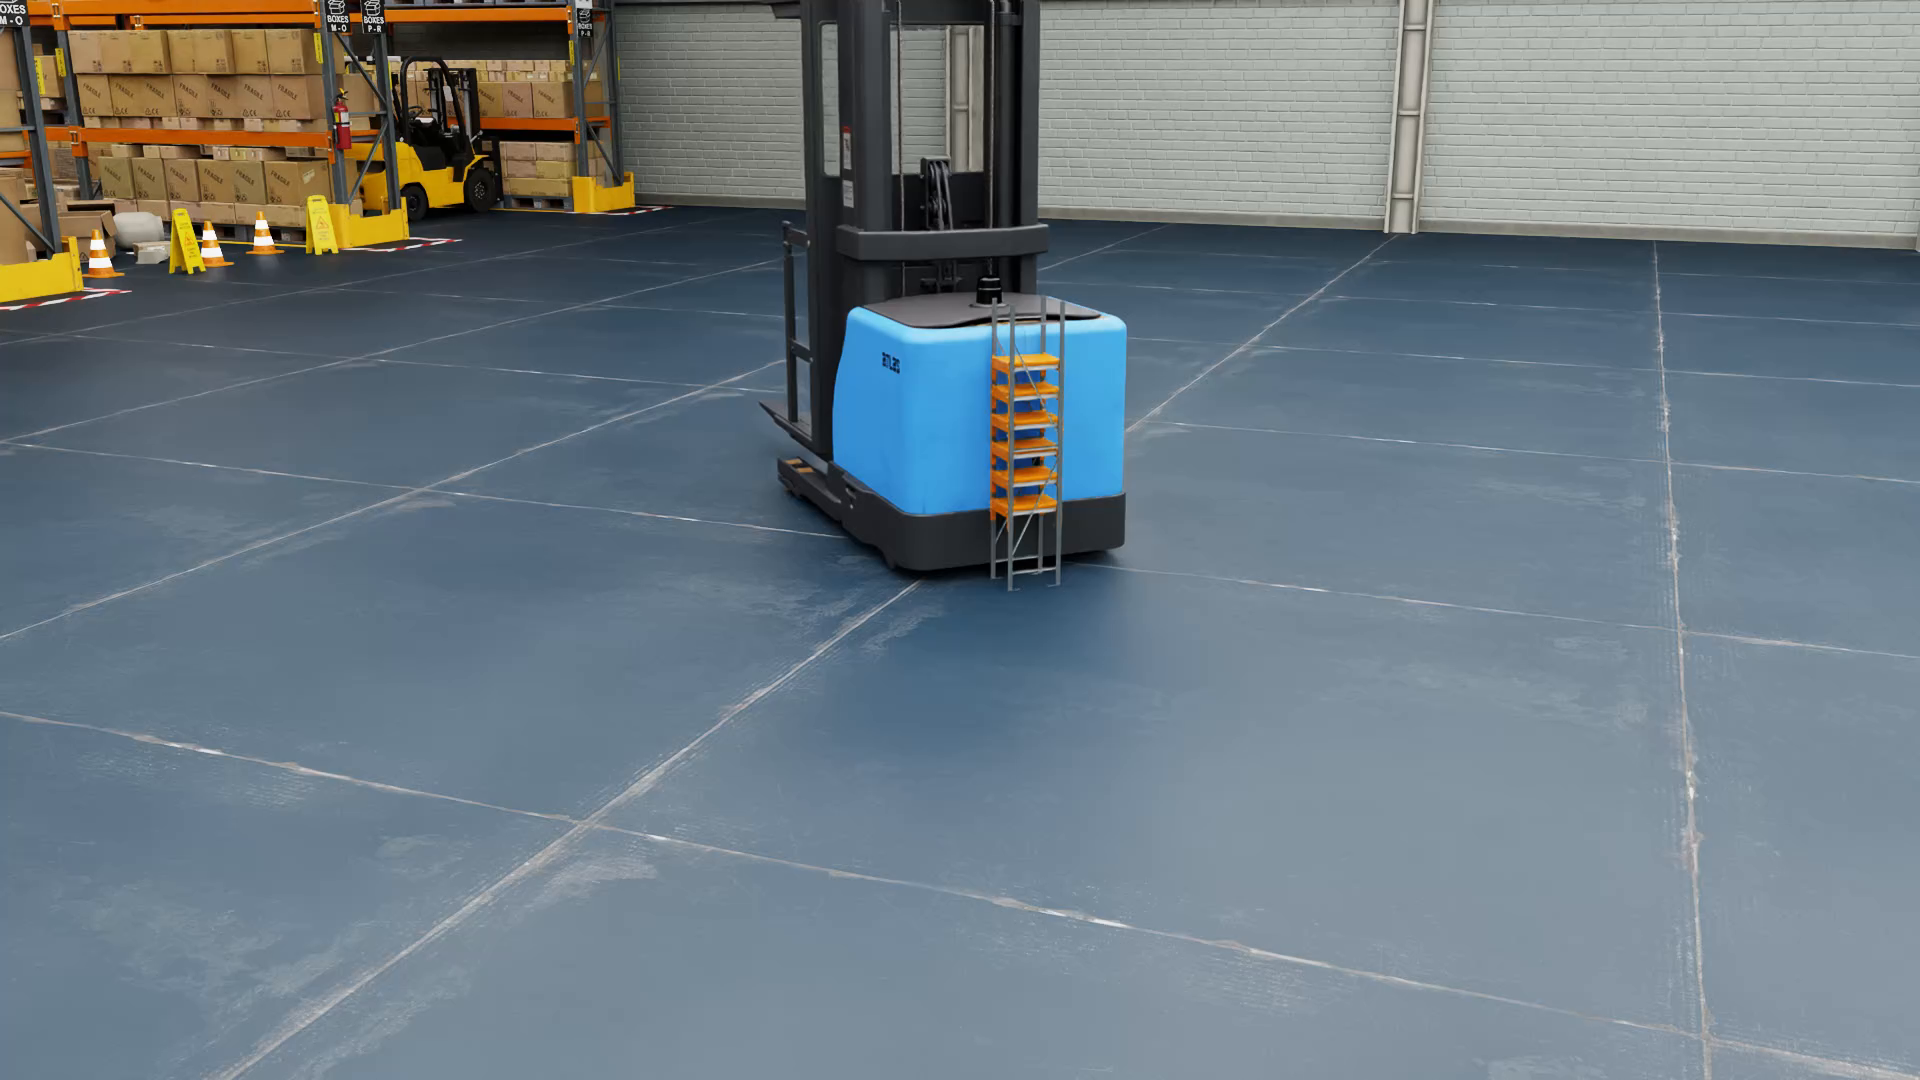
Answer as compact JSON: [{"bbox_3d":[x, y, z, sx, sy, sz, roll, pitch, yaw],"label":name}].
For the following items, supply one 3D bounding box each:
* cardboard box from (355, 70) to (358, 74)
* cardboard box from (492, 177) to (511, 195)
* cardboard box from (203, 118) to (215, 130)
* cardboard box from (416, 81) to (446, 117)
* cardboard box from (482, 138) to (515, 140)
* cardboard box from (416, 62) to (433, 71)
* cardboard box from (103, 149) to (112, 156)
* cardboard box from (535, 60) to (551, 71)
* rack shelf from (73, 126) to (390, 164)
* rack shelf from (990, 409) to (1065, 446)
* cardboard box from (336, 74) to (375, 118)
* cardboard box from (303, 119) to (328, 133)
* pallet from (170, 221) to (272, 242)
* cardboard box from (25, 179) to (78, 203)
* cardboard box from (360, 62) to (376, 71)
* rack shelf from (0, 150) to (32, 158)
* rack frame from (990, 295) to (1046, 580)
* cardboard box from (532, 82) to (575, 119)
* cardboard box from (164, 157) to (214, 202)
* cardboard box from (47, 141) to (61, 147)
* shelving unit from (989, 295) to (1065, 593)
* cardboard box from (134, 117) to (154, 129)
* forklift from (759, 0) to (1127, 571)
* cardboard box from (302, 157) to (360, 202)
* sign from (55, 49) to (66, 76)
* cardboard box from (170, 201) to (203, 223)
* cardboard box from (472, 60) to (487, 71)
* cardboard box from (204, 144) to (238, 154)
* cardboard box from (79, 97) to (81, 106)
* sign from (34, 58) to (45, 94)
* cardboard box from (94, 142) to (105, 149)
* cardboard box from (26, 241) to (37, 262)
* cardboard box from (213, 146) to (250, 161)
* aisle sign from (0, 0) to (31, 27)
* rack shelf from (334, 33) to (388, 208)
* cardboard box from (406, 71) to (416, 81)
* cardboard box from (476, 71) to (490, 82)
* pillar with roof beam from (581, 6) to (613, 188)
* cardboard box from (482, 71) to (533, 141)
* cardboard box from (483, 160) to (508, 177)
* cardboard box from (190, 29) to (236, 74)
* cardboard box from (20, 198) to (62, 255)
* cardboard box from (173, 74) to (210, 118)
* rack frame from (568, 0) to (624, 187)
[{"bbox_3d":[-9.343,-7.035,25.185,0.250,0.149,0.380,7,18,23],"label":"cardboard box"},{"bbox_3d":[-7.656,-5.344,24.880,2.548,0.250,0.556,6,17,21],"label":"cardboard box"},{"bbox_3d":[-8.881,-5.025,20.054,0.250,0.149,0.380,6,17,21],"label":"cardboard box"},{"bbox_3d":[-7.664,-6.533,24.618,0.500,0.500,0.500,6,17,20],"label":"cardboard box"},{"bbox_3d":[-7.002,-5.907,25.027,0.500,0.250,0.500,6,17,20],"label":"cardboard box"},{"bbox_3d":[-7.786,-6.992,24.501,0.250,0.149,0.380,6,17,20],"label":"cardboard box"},{"bbox_3d":[-13.598,-6.150,27.209,0.500,0.500,0.500,6,17,20],"label":"cardboard box"},{"bbox_3d":[-5.874,-6.791,23.809,0.250,0.149,0.380,6,17,21],"label":"cardboard box"},{"bbox_3d":[-8.901,-4.861,20.327,4.000,0.370,1.077,6,17,21],"label":"rack shelf"},{"bbox_3d":[0.276,-0.466,6.857,0.258,0.103,0.180,-6,17,-21],"label":"rack shelf"},{"bbox_3d":[-7.379,-5.313,19.881,0.500,0.500,0.500,6,17,20],"label":"cardboard box"},{"bbox_3d":[-7.467,-4.864,19.498,0.250,0.149,0.380,7,18,22],"label":"cardboard box"},{"bbox_3d":[-8.985,-3.888,20.687,1.213,0.211,1.003,6,17,21],"label":"pallet"},{"bbox_3d":[-11.920,-4.476,21.672,0.625,0.372,0.950,7,18,24],"label":"cardboard box"},{"bbox_3d":[-8.756,-7.091,24.844,0.250,0.149,0.380,7,17,22],"label":"cardboard box"},{"bbox_3d":[-10.623,-3.695,15.832,3.809,0.052,0.919,6,17,21],"label":"rack shelf"},{"bbox_3d":[0.242,-0.418,6.960,0.240,1.200,0.006,-6,17,-21],"label":"rack frame"},{"bbox_3d":[-5.777,-6.320,23.883,0.500,0.500,0.500,6,17,19],"label":"cardboard box"},{"bbox_3d":[-9.327,-4.417,20.340,0.500,0.500,0.500,7,18,24],"label":"cardboard box"},{"bbox_3d":[-14.912,-6.607,27.618,0.250,0.149,0.380,7,18,23],"label":"cardboard box"},{"bbox_3d":[0.276,-0.394,6.878,0.258,1.200,0.189,-6,17,-21],"label":"shelving unit"},{"bbox_3d":[-9.856,-5.109,20.342,0.250,0.149,0.380,7,18,22],"label":"cardboard box"},{"bbox_3d":[-0.290,-1.605,8.102,1.129,2.843,3.031,-6,17,-21],"label":"forklift"},{"bbox_3d":[-7.711,-4.400,20.282,0.500,0.500,0.500,6,17,19],"label":"cardboard box"},{"bbox_3d":[-10.961,-5.823,20.273,0.005,0.325,0.100,6,17,21],"label":"sign"},{"bbox_3d":[-9.316,-4.056,20.445,0.500,0.250,0.500,6,17,20],"label":"cardboard box"},{"bbox_3d":[-6.857,-6.878,24.110,0.250,0.149,0.380,7,17,22],"label":"cardboard box"},{"bbox_3d":[-11.478,-6.037,26.594,0.625,0.625,0.875,7,18,22],"label":"cardboard box"},{"bbox_3d":[-11.159,-5.630,21.385,0.250,0.149,0.380,7,17,21],"label":"cardboard box"},{"bbox_3d":[-8.553,-4.305,15.426,0.005,0.325,0.100,6,17,21],"label":"sign"},{"bbox_3d":[-13.940,-6.502,27.258,0.250,0.149,0.380,7,18,22],"label":"cardboard box"},{"bbox_3d":[-10.209,-3.106,17.895,0.258,0.266,0.396,10,19,30],"label":"cardboard box"},{"bbox_3d":[-8.724,-4.643,19.956,0.250,0.149,0.380,7,18,23],"label":"cardboard box"},{"bbox_3d":[-8.586,-5.027,14.945,0.004,0.787,0.394,6,17,21],"label":"aisle sign"},{"bbox_3d":[-7.039,-5.003,19.525,0.053,2.616,0.949,6,17,21],"label":"rack shelf"},{"bbox_3d":[-8.047,-6.867,24.606,0.250,0.149,0.380,7,17,22],"label":"cardboard box"},{"bbox_3d":[-6.850,-6.737,24.156,0.250,0.149,0.380,6,17,21],"label":"cardboard box"},{"bbox_3d":[-7.119,-8.359,20.326,0.400,9.000,9.100,6,17,21],"label":"pillar with roof beam"},{"bbox_3d":[-6.713,-6.197,24.250,1.504,1.239,0.500,6,17,20],"label":"cardboard box"},{"bbox_3d":[-6.740,-5.481,24.455,0.500,0.250,0.500,6,17,19],"label":"cardboard box"},{"bbox_3d":[-8.576,-5.748,19.585,0.500,0.500,0.700,6,17,20],"label":"cardboard box"},{"bbox_3d":[-10.476,-3.485,18.531,0.503,0.637,0.797,6,17,21],"label":"cardboard box"},{"bbox_3d":[-9.039,-5.338,19.967,0.500,0.500,0.500,6,17,21],"label":"cardboard box"},{"bbox_3d":[-5.222,-6.289,23.958,0.127,3.000,1.000,6,17,21],"label":"rack frame"}]
